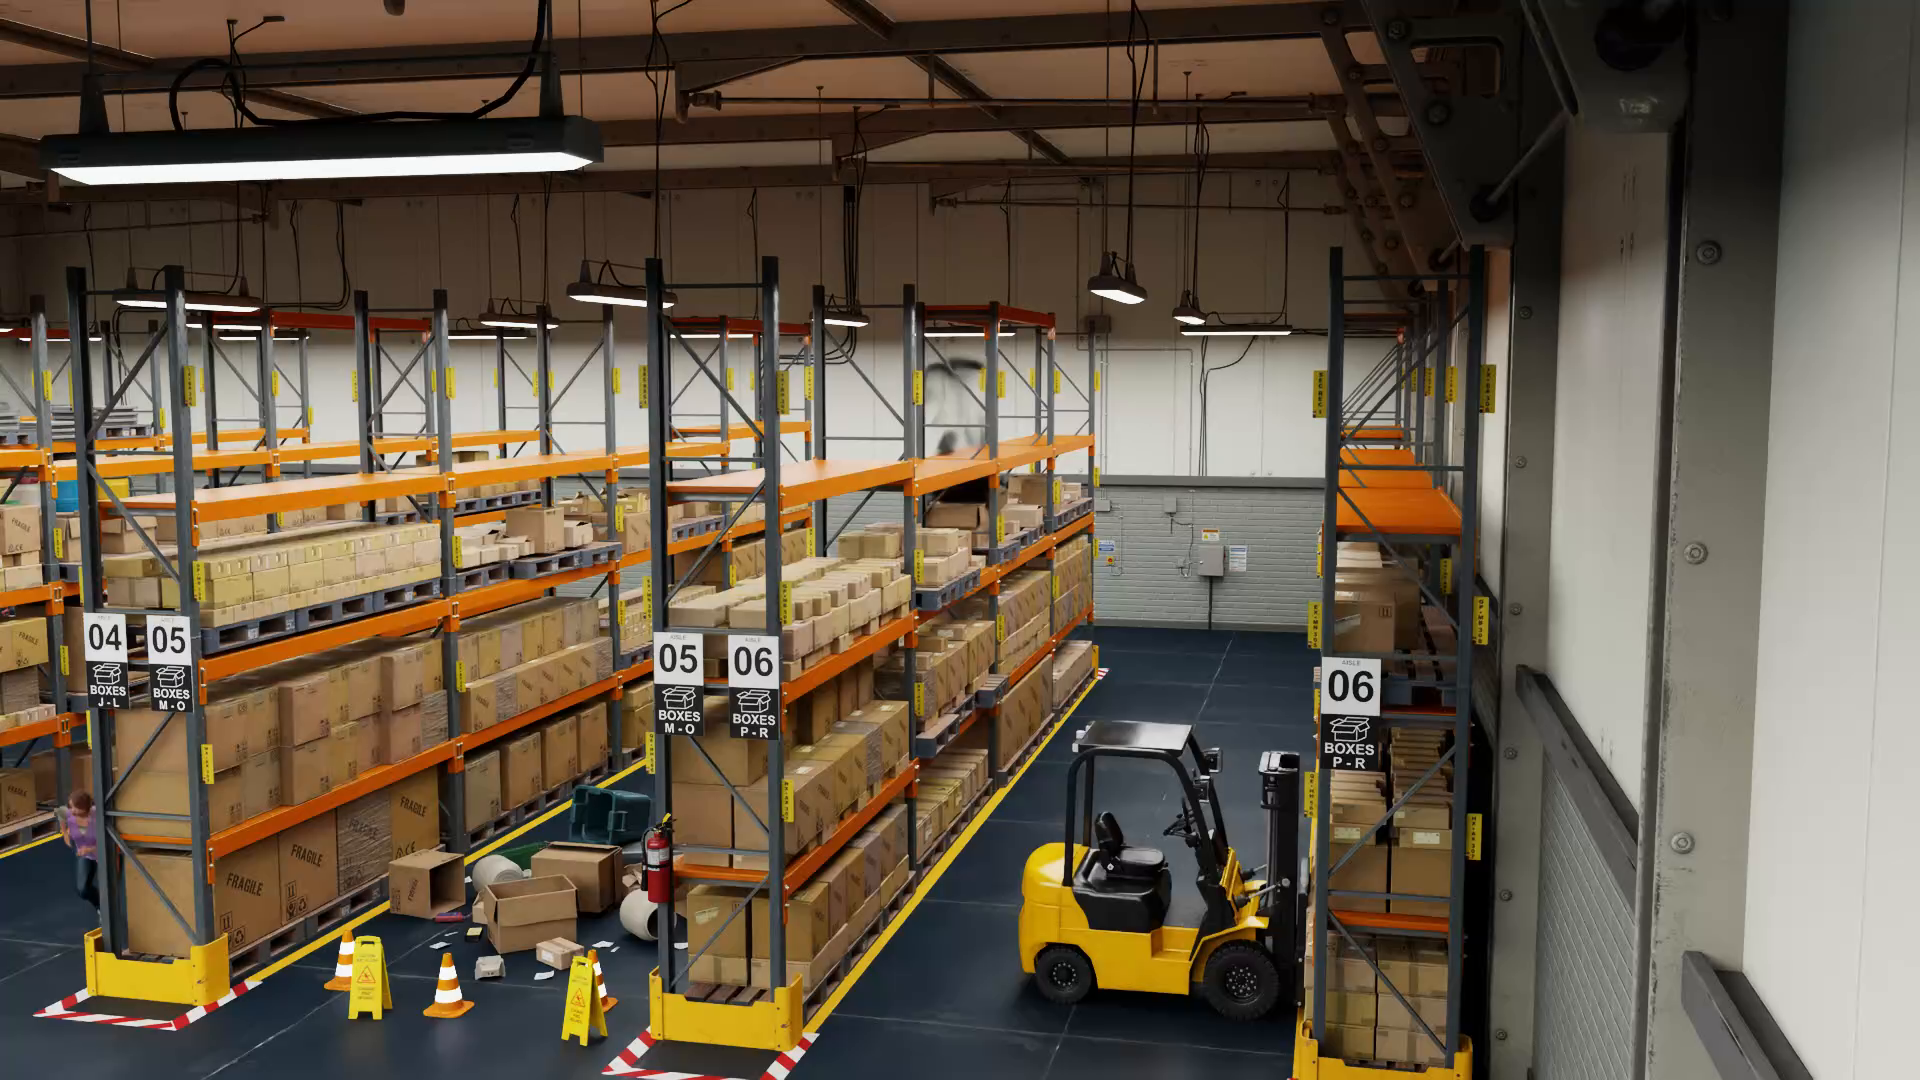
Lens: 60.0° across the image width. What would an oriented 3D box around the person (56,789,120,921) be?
[{"bbox_3d":[-7.941,2.923,15.146,0.566,1.432,0.820,0,6,-5],"label":"person"}]
